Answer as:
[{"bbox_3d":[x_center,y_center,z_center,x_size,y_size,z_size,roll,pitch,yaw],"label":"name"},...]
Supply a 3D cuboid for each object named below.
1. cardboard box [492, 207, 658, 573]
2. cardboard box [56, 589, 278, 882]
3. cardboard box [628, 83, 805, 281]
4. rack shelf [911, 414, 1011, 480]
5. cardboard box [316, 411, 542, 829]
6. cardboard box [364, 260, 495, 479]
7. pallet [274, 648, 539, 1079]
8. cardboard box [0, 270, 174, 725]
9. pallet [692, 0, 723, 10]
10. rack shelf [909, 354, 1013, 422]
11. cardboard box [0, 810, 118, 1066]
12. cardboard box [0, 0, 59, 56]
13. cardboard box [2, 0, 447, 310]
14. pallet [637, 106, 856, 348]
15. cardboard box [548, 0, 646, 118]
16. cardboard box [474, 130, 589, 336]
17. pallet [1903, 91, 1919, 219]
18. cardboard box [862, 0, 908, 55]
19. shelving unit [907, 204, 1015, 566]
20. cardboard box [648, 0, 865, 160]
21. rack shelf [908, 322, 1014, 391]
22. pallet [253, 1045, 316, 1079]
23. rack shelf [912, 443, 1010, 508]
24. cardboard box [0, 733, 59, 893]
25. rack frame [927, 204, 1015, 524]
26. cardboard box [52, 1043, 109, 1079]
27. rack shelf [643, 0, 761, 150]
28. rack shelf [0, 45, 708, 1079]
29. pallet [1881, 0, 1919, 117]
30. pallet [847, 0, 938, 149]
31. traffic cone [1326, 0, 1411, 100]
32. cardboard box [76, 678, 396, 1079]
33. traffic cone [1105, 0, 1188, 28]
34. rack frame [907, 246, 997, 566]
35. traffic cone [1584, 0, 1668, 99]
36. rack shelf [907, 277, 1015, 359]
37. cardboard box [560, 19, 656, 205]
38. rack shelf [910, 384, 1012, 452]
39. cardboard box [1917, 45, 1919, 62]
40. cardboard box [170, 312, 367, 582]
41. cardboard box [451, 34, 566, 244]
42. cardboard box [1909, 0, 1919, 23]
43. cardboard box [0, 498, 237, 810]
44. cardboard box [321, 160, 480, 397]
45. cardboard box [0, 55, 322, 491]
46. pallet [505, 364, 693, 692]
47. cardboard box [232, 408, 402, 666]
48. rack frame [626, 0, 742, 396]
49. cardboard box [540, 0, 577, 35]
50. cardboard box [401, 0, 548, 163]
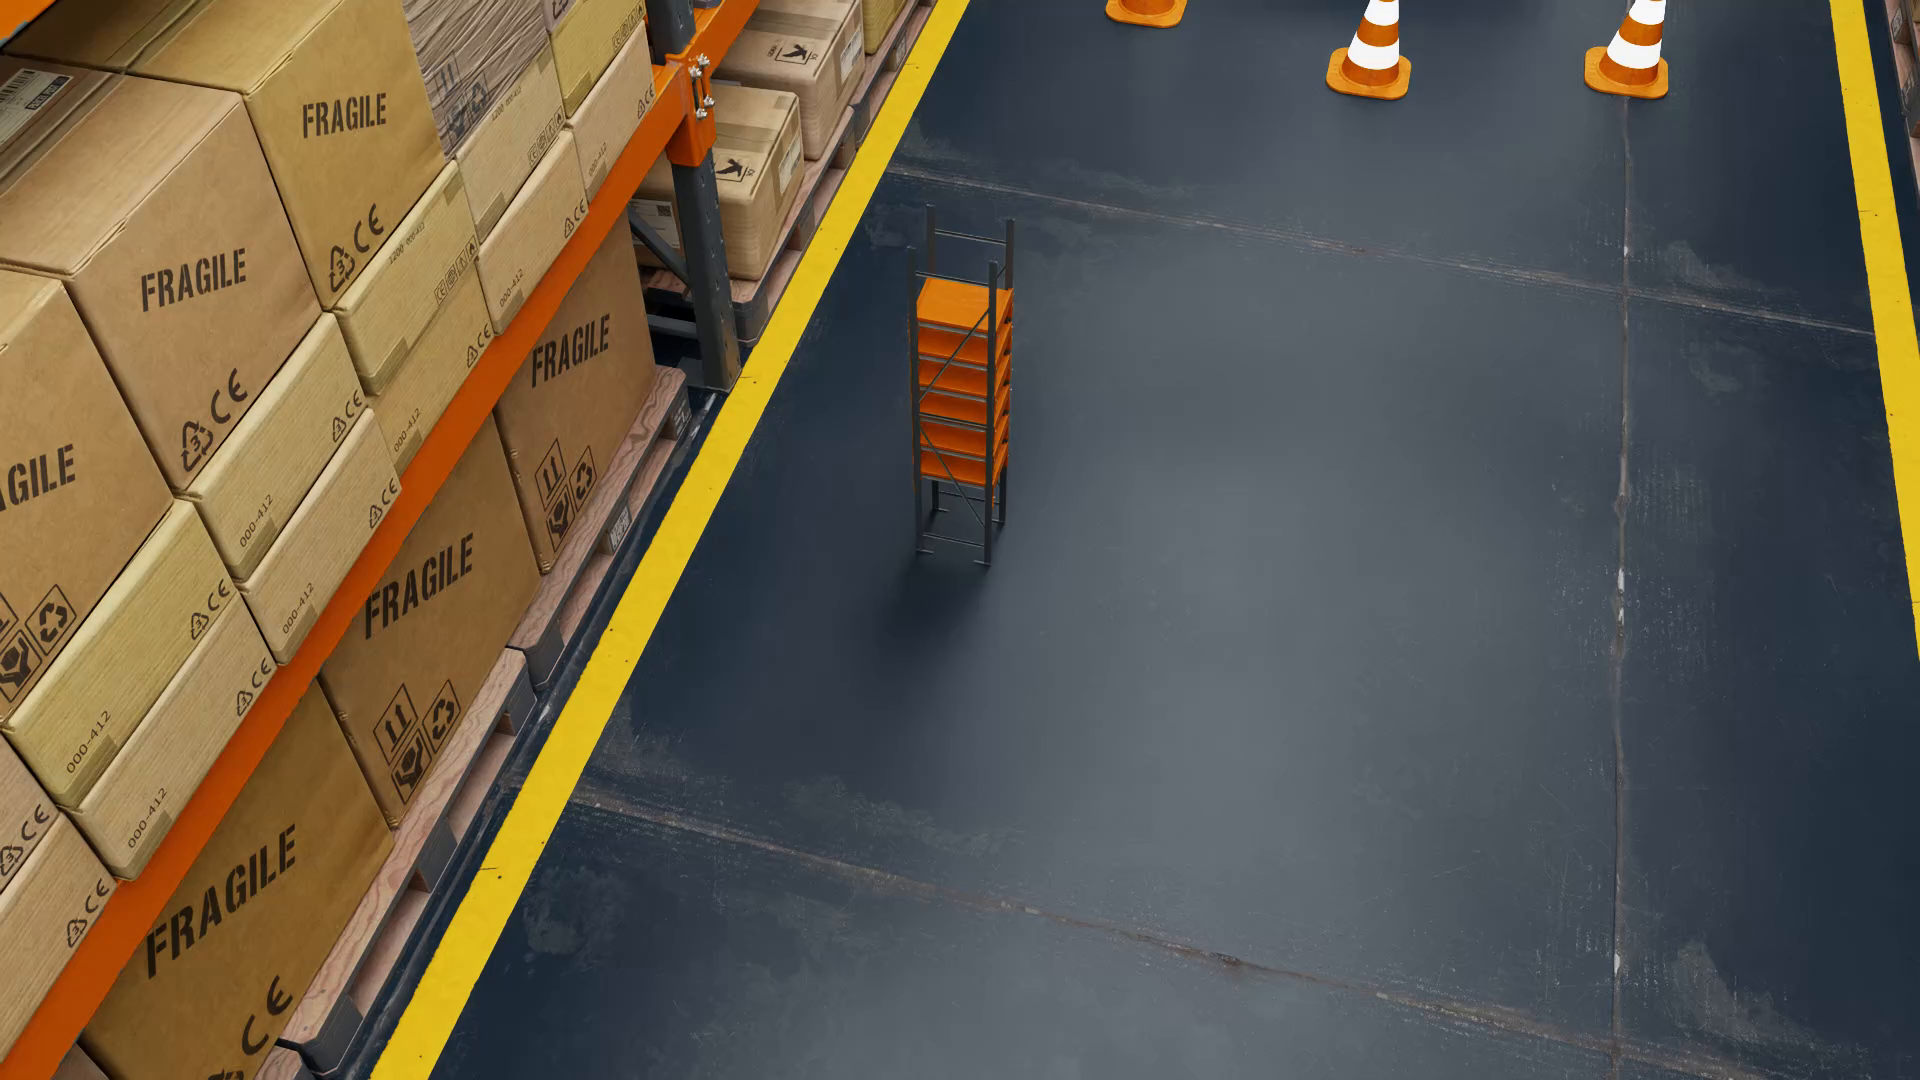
[{"bbox_3d":[-1.515,-0.583,4.901,0.875,0.875,0.875,11,50,10],"label":"cardboard box"},{"bbox_3d":[-1.650,0.304,3.081,0.500,0.250,0.500,11,50,10],"label":"cardboard box"},{"bbox_3d":[-1.095,-1.307,5.875,0.950,0.372,0.625,9,49,7],"label":"cardboard box"},{"bbox_3d":[0.004,-0.299,4.933,0.258,0.103,0.180,12,50,10],"label":"rack shelf"},{"bbox_3d":[-1.754,0.061,4.332,0.875,0.875,0.875,12,50,10],"label":"cardboard box"},{"bbox_3d":[-1.403,-0.430,3.729,0.500,0.250,0.500,11,50,10],"label":"cardboard box"},{"bbox_3d":[-1.856,0.727,4.467,1.003,0.211,1.213,12,50,10],"label":"pallet"},{"bbox_3d":[-1.671,-0.098,2.603,0.500,0.500,0.500,10,49,9],"label":"cardboard box"},{"bbox_3d":[-1.168,-2.103,5.234,1.213,0.211,1.003,12,50,10],"label":"pallet"},{"bbox_3d":[0.004,-0.458,4.753,0.258,0.103,0.180,12,50,10],"label":"rack shelf"},{"bbox_3d":[-1.801,0.672,2.756,0.500,0.250,0.500,10,49,9],"label":"cardboard box"},{"bbox_3d":[-1.891,-0.954,3.358,0.500,0.500,0.500,13,50,11],"label":"cardboard box"},{"bbox_3d":[-1.401,-0.838,3.255,0.500,0.500,0.500,12,50,10],"label":"cardboard box"},{"bbox_3d":[-1.046,-1.273,6.232,1.003,0.211,1.213,12,50,10],"label":"pallet"},{"bbox_3d":[-1.135,-1.346,4.204,0.500,0.250,0.500,11,50,10],"label":"cardboard box"},{"bbox_3d":[-1.255,-0.791,4.048,0.500,0.250,0.500,12,50,11],"label":"cardboard box"},{"bbox_3d":[4.152,-1.239,6.203,1.003,0.211,1.213,12,50,10],"label":"pallet"},{"bbox_3d":[-0.703,-2.389,6.831,0.950,0.372,0.625,13,50,11],"label":"cardboard box"},{"bbox_3d":[0.004,-0.407,4.809,0.258,1.200,0.189,12,50,10],"label":"shelving unit"},{"bbox_3d":[-0.908,-1.842,6.347,0.950,0.372,0.625,11,49,9],"label":"cardboard box"},{"bbox_3d":[0.004,-0.537,4.663,0.258,0.103,0.180,12,50,10],"label":"rack shelf"},{"bbox_3d":[-2.175,1.613,3.686,1.003,0.211,1.213,12,50,10],"label":"pallet"},{"bbox_3d":[0.004,-0.219,5.023,0.258,0.103,0.180,12,50,10],"label":"rack shelf"},{"bbox_3d":[-1.808,0.502,2.573,0.500,0.250,0.500,12,50,11],"label":"cardboard box"},{"bbox_3d":[0.028,-0.474,4.868,0.240,1.200,0.006,12,50,10],"label":"rack frame"},{"bbox_3d":[-2.220,1.363,3.184,0.875,0.875,0.875,13,50,11],"label":"cardboard box"},{"bbox_3d":[-0.727,-2.839,6.235,1.077,0.370,4.000,12,50,10],"label":"rack shelf"},{"bbox_3d":[-1.779,0.054,3.681,1.077,0.370,4.000,12,50,10],"label":"rack shelf"},{"bbox_3d":[4.471,-2.124,6.984,1.003,0.211,1.213,12,50,10],"label":"pallet"},{"bbox_3d":[-0.723,-2.152,7.009,1.003,0.211,1.213,12,50,10],"label":"pallet"},{"bbox_3d":[1.712,-2.104,6.798,0.336,0.463,0.334,12,50,10],"label":"traffic cone"},{"bbox_3d":[-1.990,0.708,3.762,0.875,0.875,0.875,13,50,11],"label":"cardboard box"},{"bbox_3d":[0.824,-2.511,7.158,0.336,0.463,0.334,12,50,10],"label":"traffic cone"},{"bbox_3d":[-0.020,-0.341,4.751,0.240,1.200,0.006,12,50,10],"label":"rack frame"},{"bbox_3d":[2.792,-2.108,6.802,0.336,0.463,0.334,12,50,10],"label":"traffic cone"},{"bbox_3d":[0.004,-0.616,4.573,0.258,0.103,0.180,12,50,10],"label":"rack shelf"},{"bbox_3d":[-1.136,-1.164,4.376,0.500,0.250,0.500,10,49,9],"label":"cardboard box"},{"bbox_3d":[0.004,-0.378,4.843,0.258,0.103,0.180,12,50,10],"label":"rack shelf"},{"bbox_3d":[4.268,-1.851,6.103,1.050,0.750,0.750,12,50,10],"label":"cardboard box"},{"bbox_3d":[-1.518,-0.224,3.214,0.500,0.250,0.500,10,49,9],"label":"cardboard box"},{"bbox_3d":[-1.267,-0.974,3.876,0.500,0.250,0.500,10,49,9],"label":"cardboard box"},{"bbox_3d":[4.525,-2.548,6.718,1.050,0.750,0.750,11,50,10],"label":"cardboard box"},{"bbox_3d":[-1.649,0.142,2.891,0.500,0.250,0.500,12,50,11],"label":"cardboard box"},{"bbox_3d":[-1.382,-0.600,3.545,0.500,0.250,0.500,10,49,9],"label":"cardboard box"},{"bbox_3d":[-1.541,-0.473,2.934,0.500,0.500,0.500,11,49,9],"label":"cardboard box"},{"bbox_3d":[-1.533,-0.152,5.244,1.003,0.211,1.213,12,50,10],"label":"pallet"},{"bbox_3d":[-1.510,-0.056,3.398,0.500,0.250,0.500,11,49,9],"label":"cardboard box"},{"bbox_3d":[-1.253,-1.630,4.688,1.000,3.000,0.127,12,50,10],"label":"rack frame"},{"bbox_3d":[-1.137,-1.569,3.900,0.500,0.500,0.500,10,49,9],"label":"cardboard box"},{"bbox_3d":[-1.264,-1.196,3.571,0.500,0.500,0.500,12,50,11],"label":"cardboard box"}]
